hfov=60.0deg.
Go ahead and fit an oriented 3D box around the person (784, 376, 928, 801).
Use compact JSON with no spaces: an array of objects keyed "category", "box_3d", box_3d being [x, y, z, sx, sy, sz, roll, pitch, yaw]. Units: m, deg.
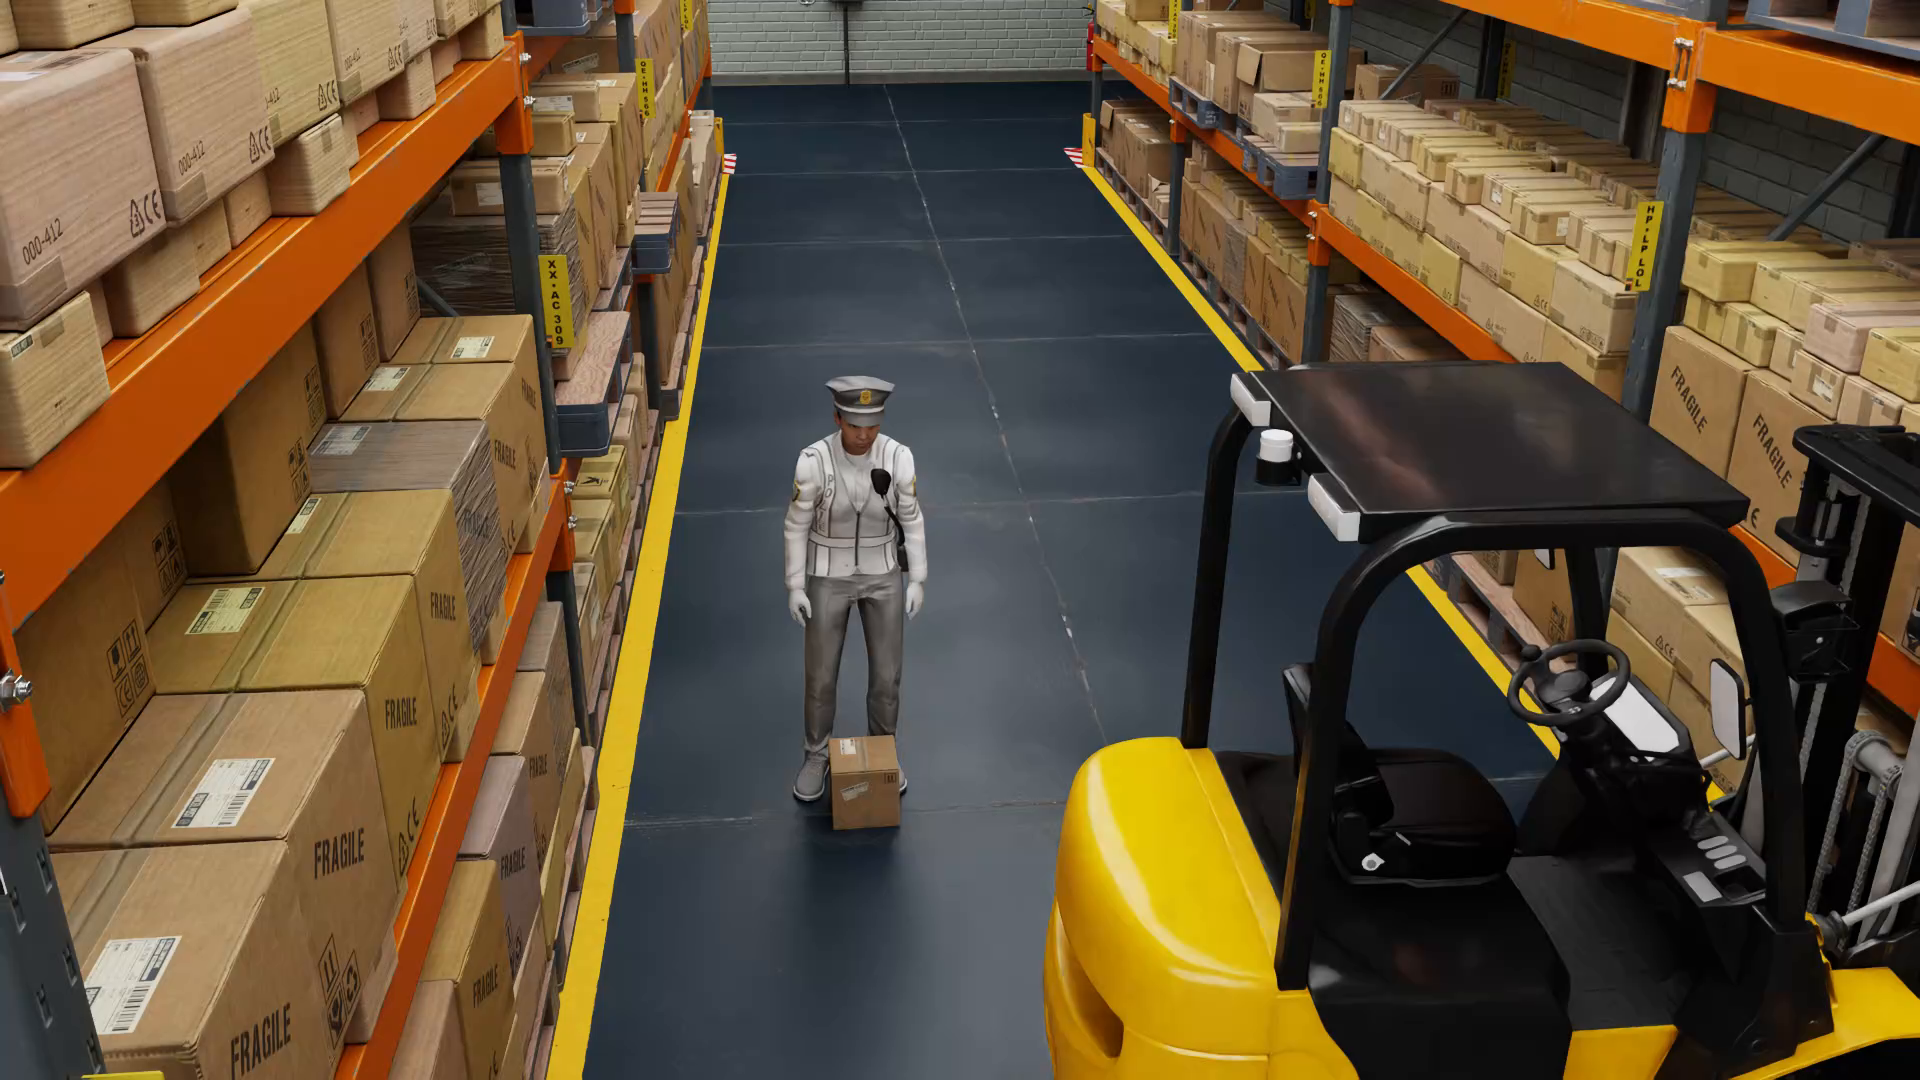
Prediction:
[{"category":"person","box_3d":[-0.388,0.171,6.212,0.543,1.662,0.376,-4,24,-8]}]
